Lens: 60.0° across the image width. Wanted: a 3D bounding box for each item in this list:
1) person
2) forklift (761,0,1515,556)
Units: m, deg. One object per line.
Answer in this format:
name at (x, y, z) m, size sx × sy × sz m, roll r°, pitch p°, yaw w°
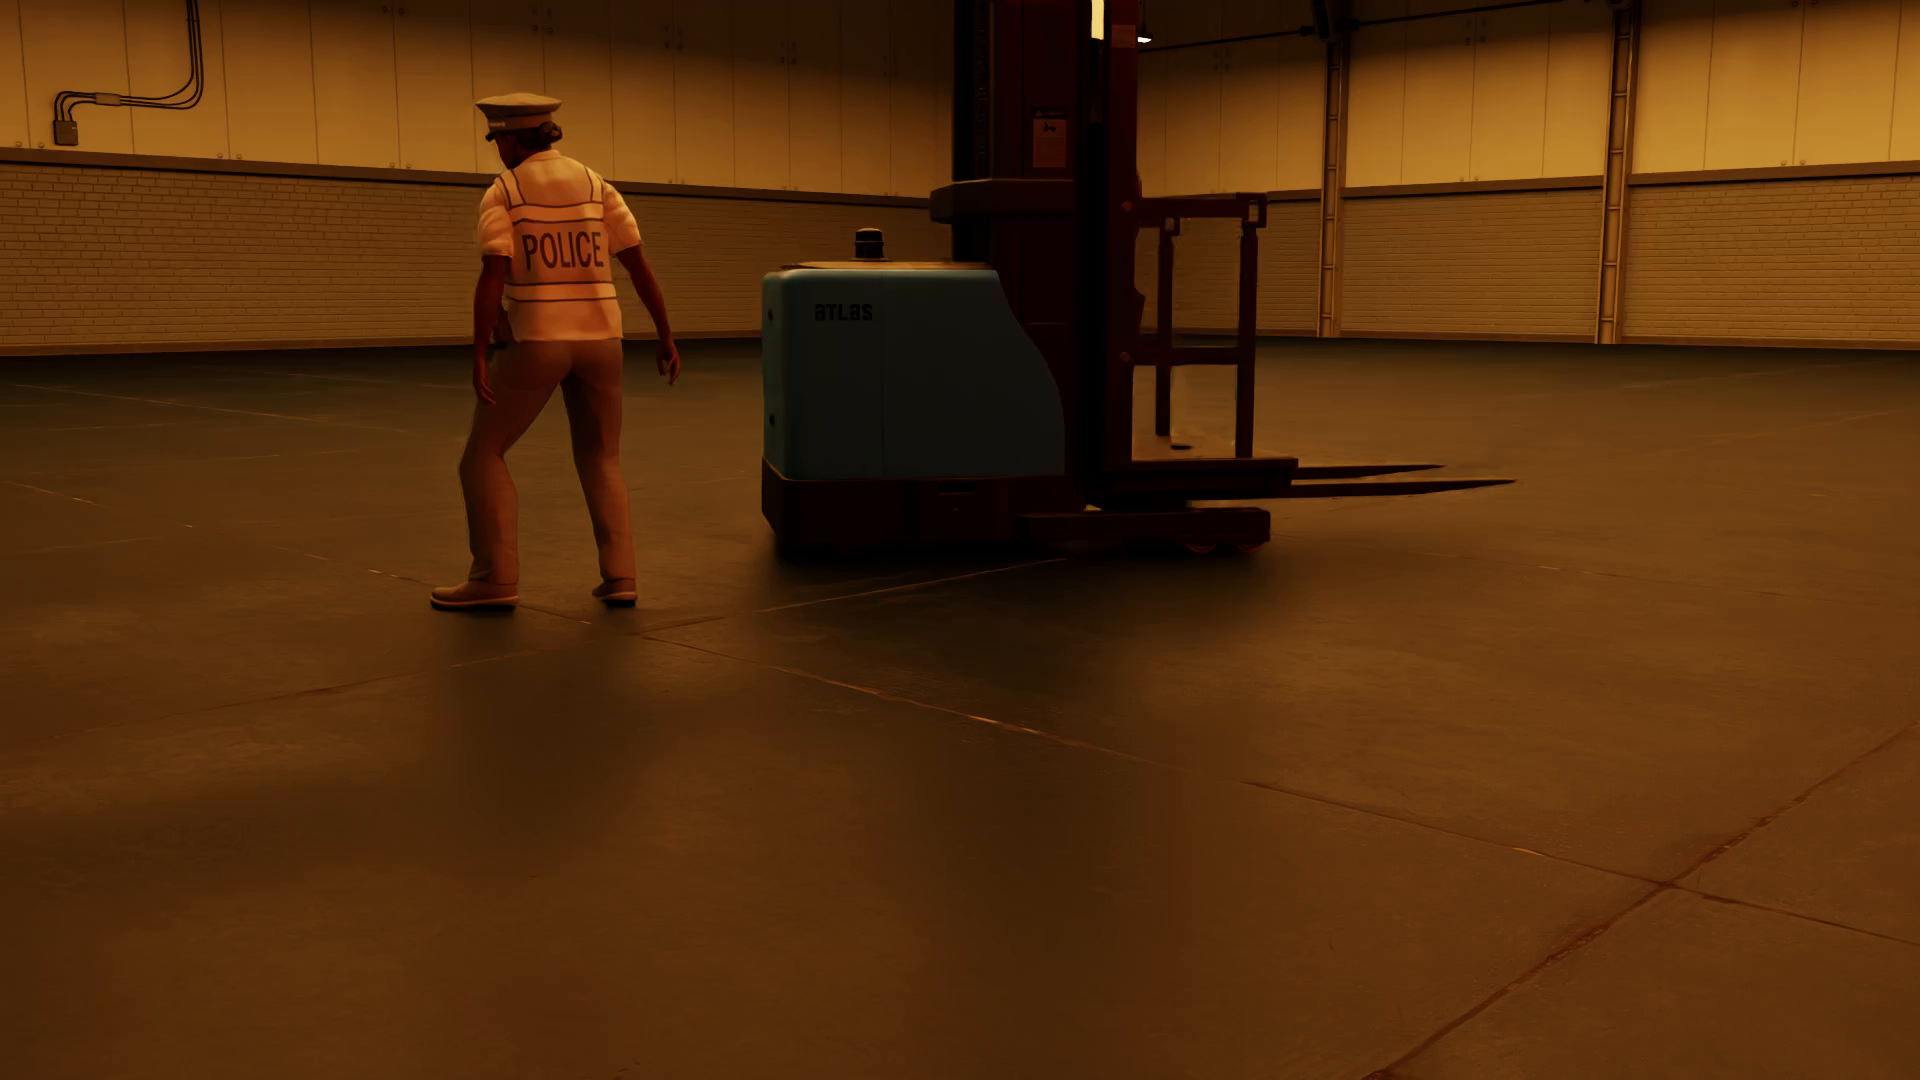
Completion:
person at (-1.295, -0.591, 5.300) m, size 0.796 × 1.634 × 0.427 m, roll -5°, pitch 10°, yaw -31°
forklift at (0.736, -1.476, 6.676) m, size 3.031 × 2.935 × 1.130 m, roll -2°, pitch 9°, yaw -11°
